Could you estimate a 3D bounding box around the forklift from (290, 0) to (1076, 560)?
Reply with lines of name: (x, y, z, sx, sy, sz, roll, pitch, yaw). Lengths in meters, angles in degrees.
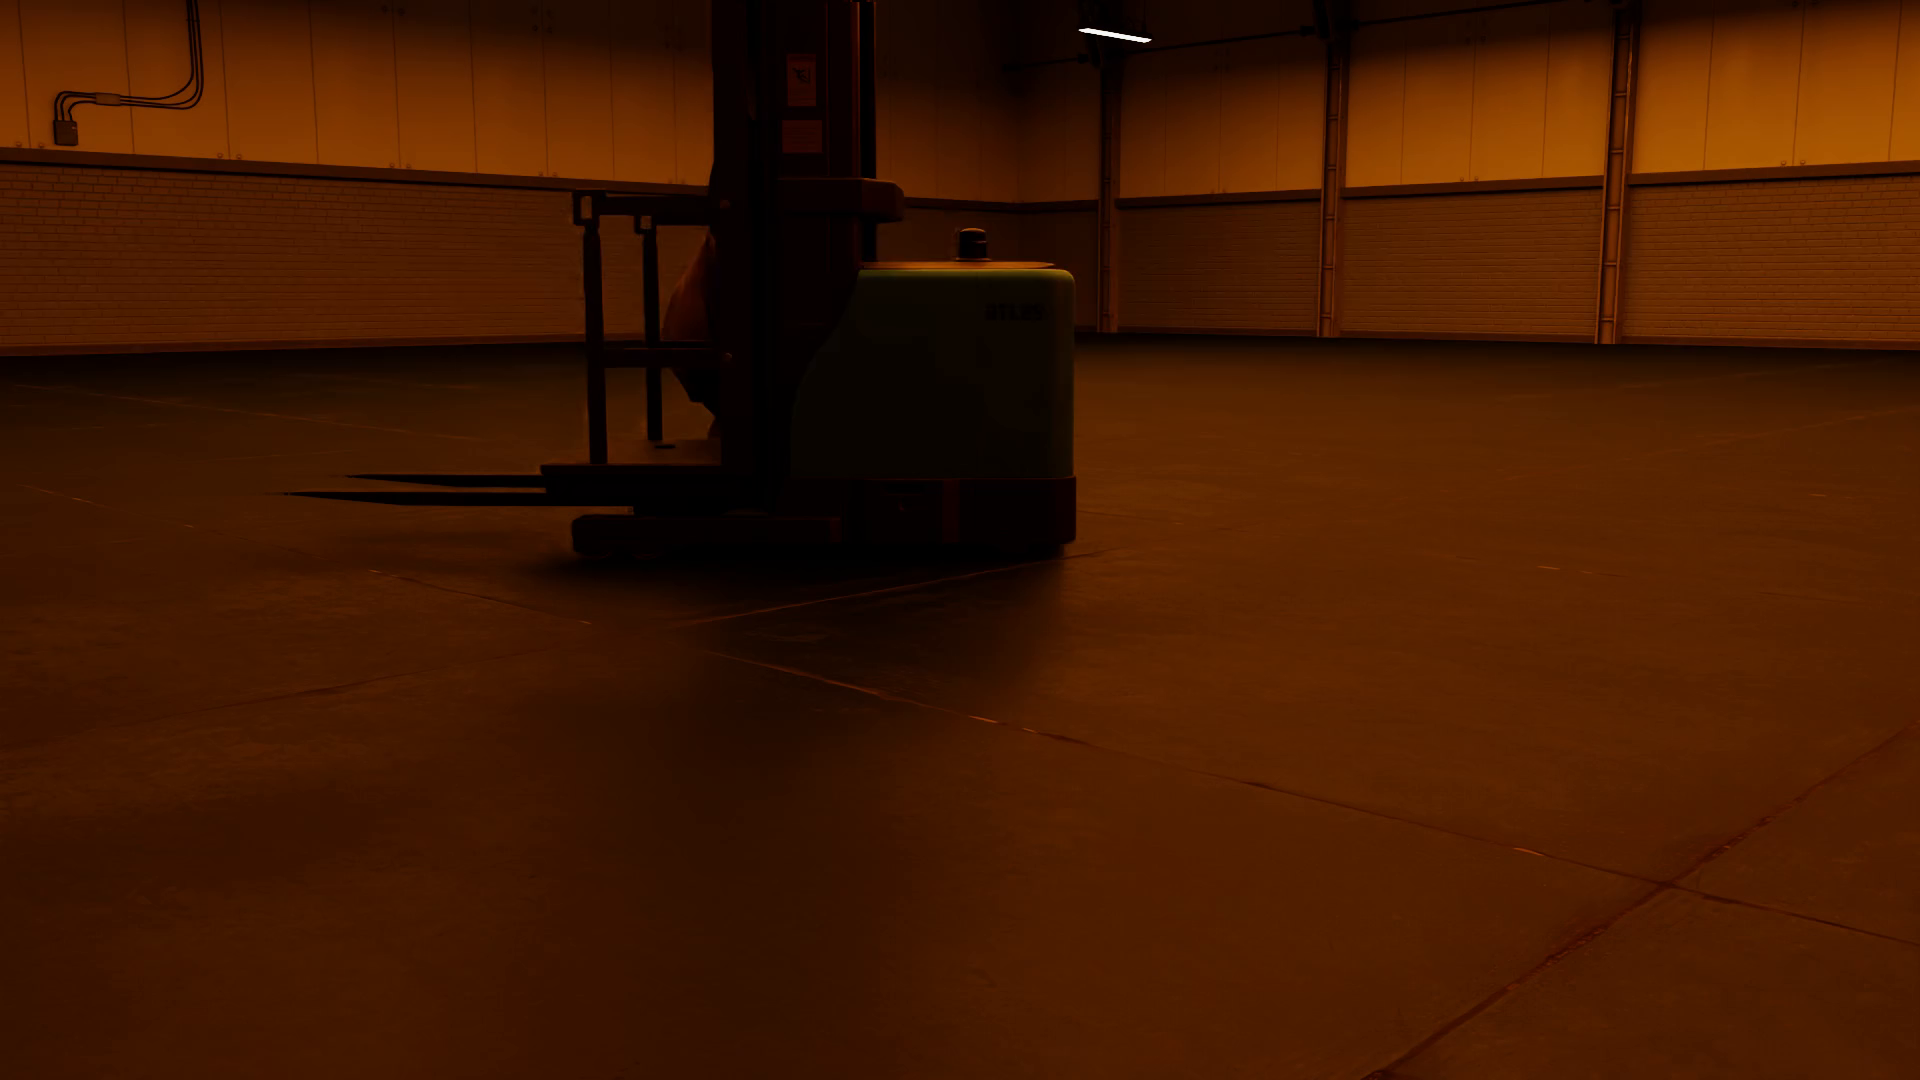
forklift: (-1.066, -1.452, 6.515, 3.031, 2.935, 1.130, 0, 9, 2)

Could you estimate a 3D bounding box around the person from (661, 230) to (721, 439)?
person: (-0.973, -0.969, 8.060, 0.906, 1.544, 1.033, -4, 10, -26)
